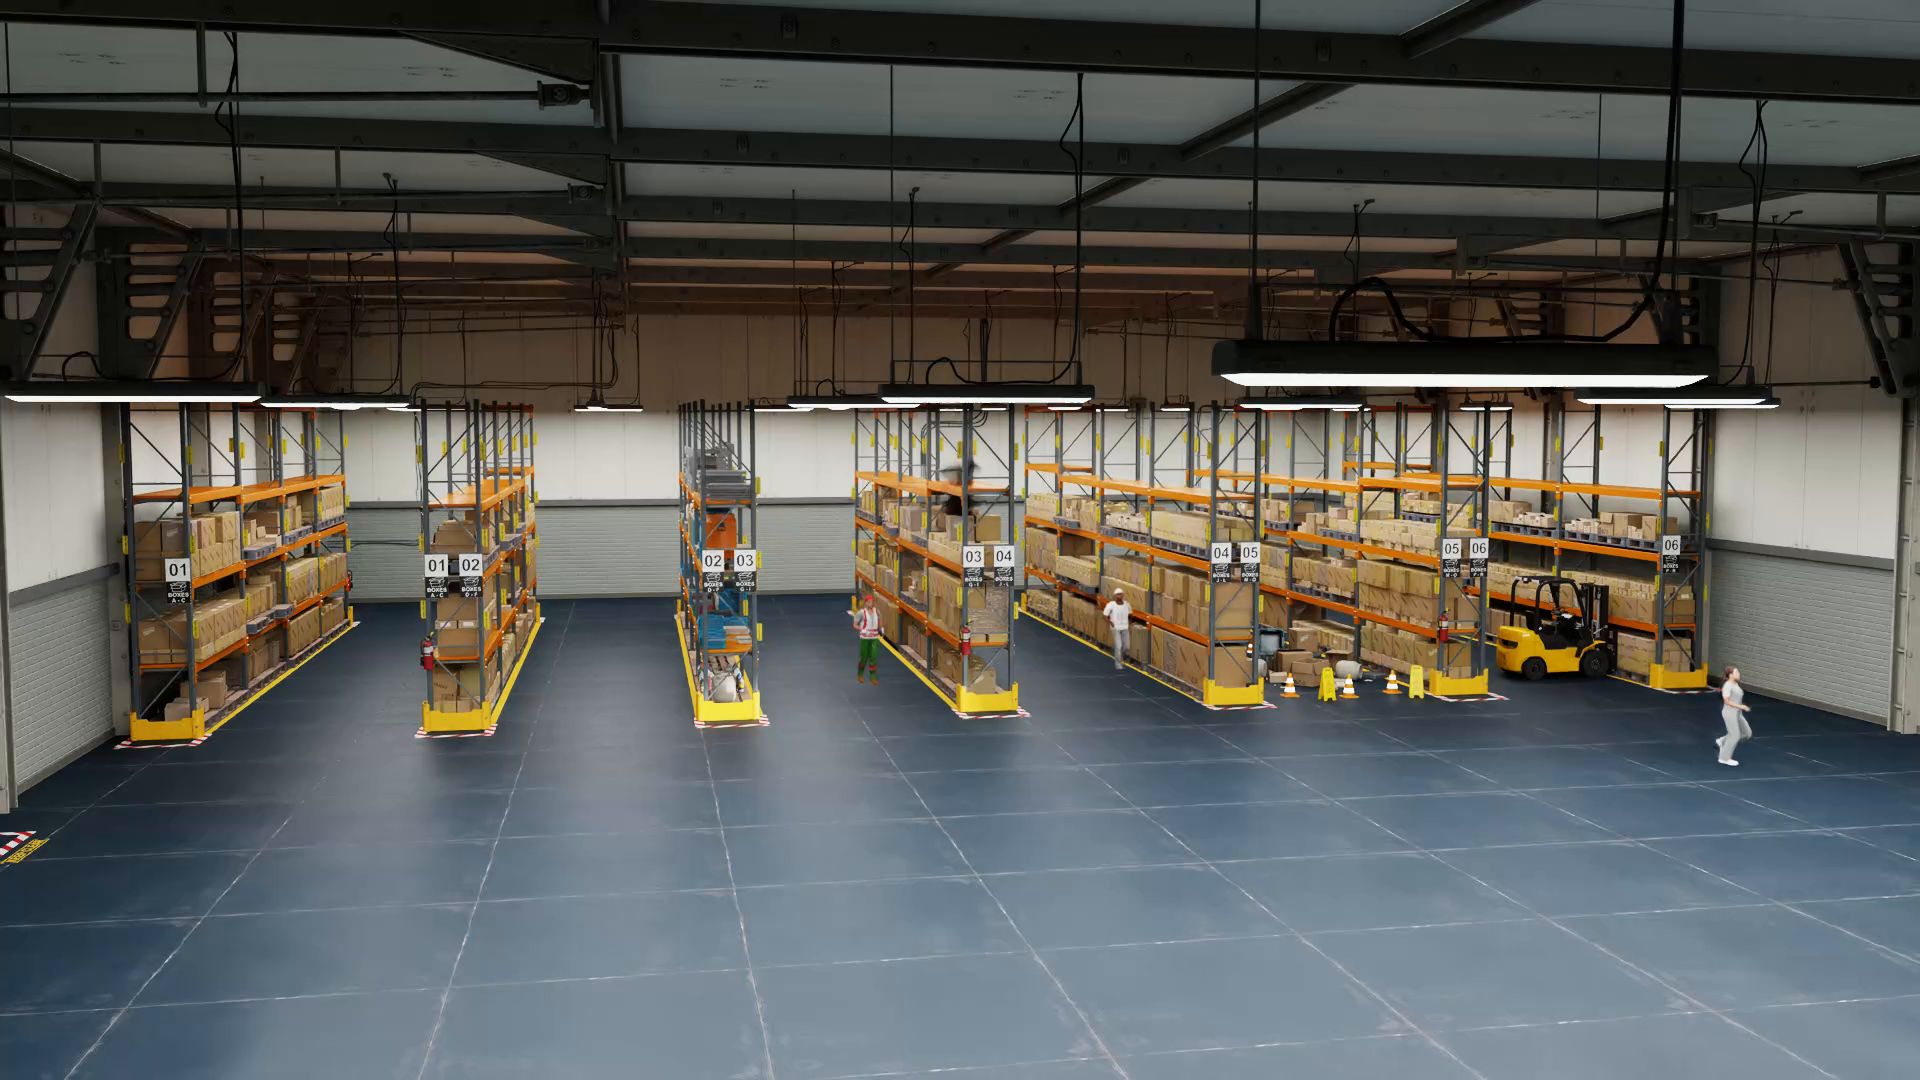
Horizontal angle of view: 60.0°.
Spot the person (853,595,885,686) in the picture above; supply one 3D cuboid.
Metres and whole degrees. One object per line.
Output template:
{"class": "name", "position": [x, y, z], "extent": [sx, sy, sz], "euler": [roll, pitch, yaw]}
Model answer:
{"class": "person", "position": [-1.833, 2.008, 33.607], "extent": [0.686, 1.809, 0.786], "euler": [-2, 5, -25]}

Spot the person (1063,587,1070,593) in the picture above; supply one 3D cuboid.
{"class": "person", "position": [3.018, 1.103, 49.841], "extent": [0.884, 1.685, 0.569], "euler": [-1, 5, -18]}

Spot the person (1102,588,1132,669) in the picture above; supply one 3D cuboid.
{"class": "person", "position": [3.404, 1.896, 35.473], "extent": [0.696, 1.735, 0.558], "euler": [-1, 4, -16]}

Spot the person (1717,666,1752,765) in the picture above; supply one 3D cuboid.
{"class": "person", "position": [12.649, 2.861, 27.177], "extent": [0.559, 1.631, 0.560], "euler": [4, 6, 43]}
